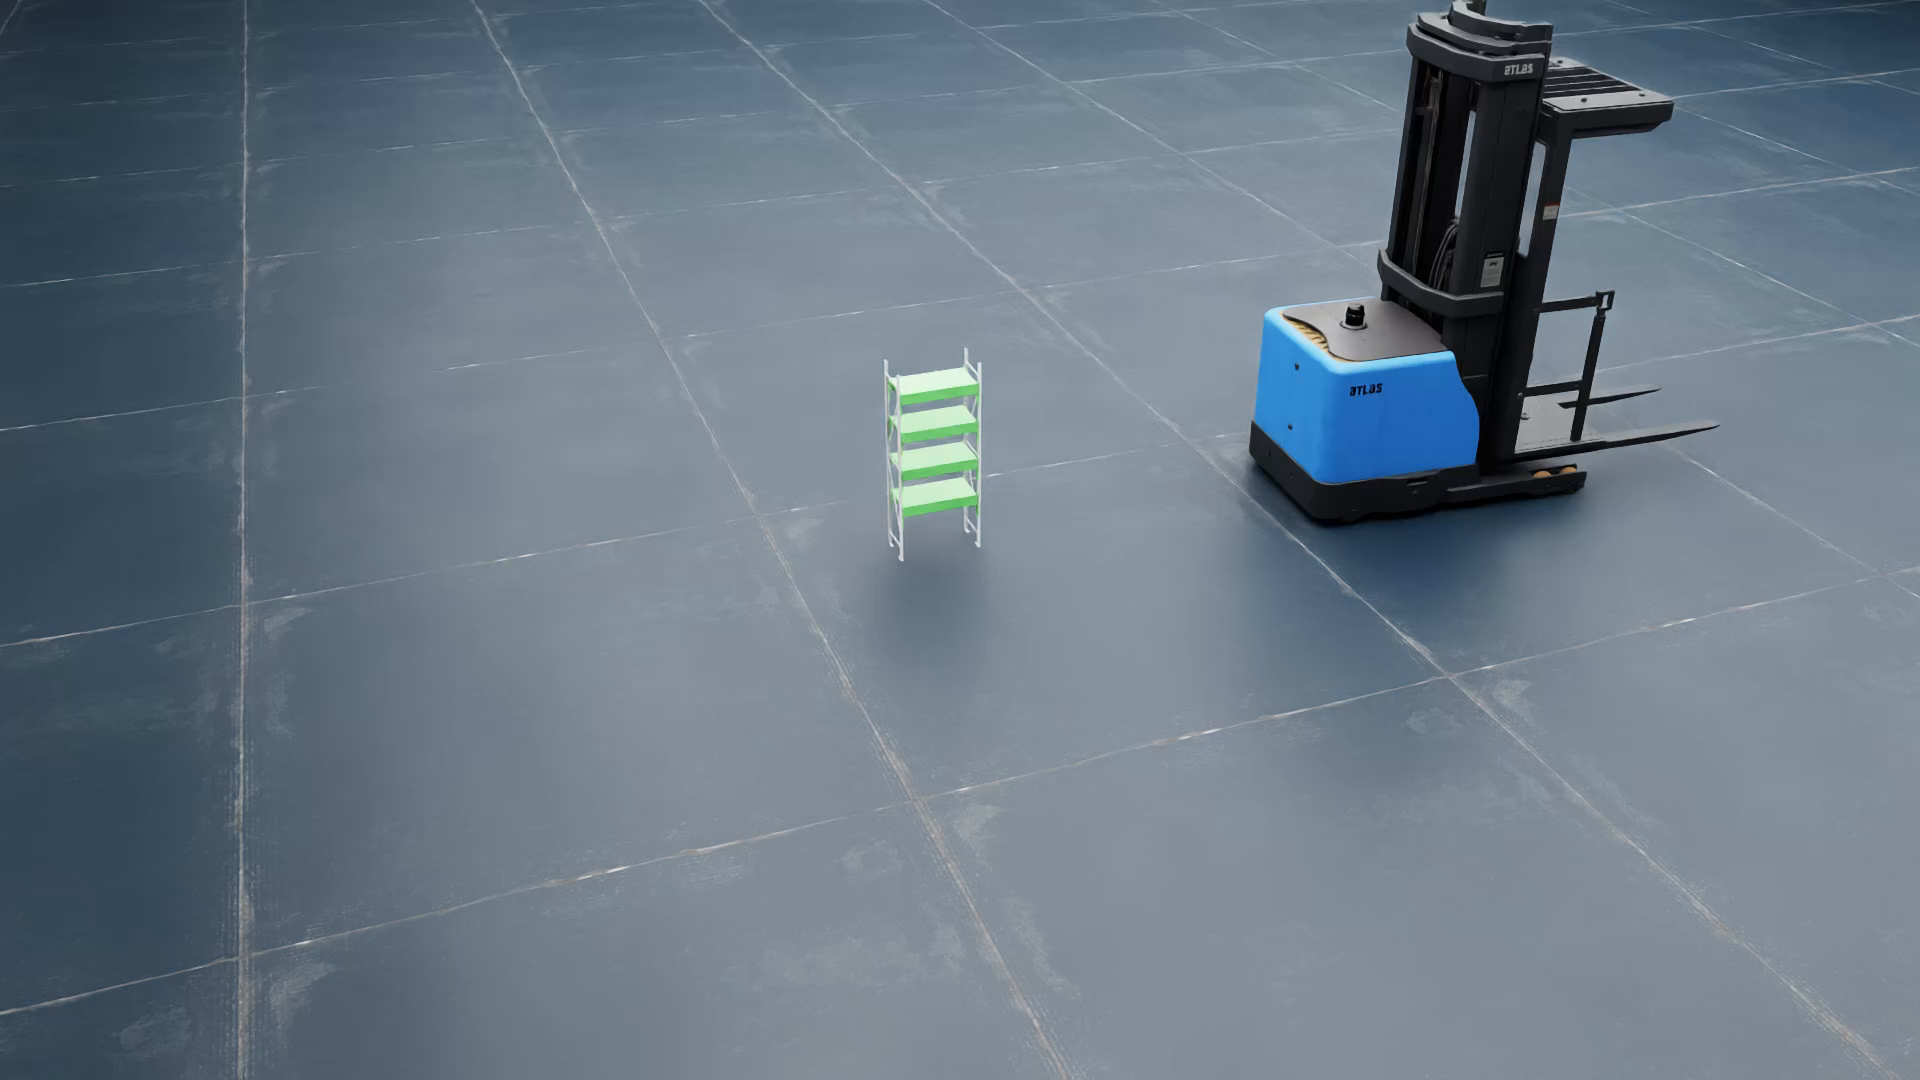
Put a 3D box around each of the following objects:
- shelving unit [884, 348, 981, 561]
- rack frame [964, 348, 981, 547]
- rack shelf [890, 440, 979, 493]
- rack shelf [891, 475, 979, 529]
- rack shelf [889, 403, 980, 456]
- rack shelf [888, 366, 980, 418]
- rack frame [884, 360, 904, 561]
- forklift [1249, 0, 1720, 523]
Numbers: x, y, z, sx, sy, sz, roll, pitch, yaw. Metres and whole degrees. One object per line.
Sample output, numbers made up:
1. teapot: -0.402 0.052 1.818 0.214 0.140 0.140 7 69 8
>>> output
1. shelving unit: -0.155 -0.493 9.753 0.503 1.200 0.258 -10 31 -18
2. rack frame: 0.074 -0.535 9.827 0.015 1.200 0.240 -10 31 -18
3. rack shelf: -0.155 -0.437 9.785 0.480 0.148 0.258 -10 31 -18
4. rack shelf: -0.155 -0.229 9.904 0.480 0.148 0.258 -10 31 -18
5. rack shelf: -0.155 -0.646 9.666 0.480 0.148 0.258 -10 31 -18
6. rack shelf: -0.155 -0.854 9.547 0.480 0.148 0.258 -10 31 -18
7. rack frame: -0.384 -0.451 9.679 0.015 1.200 0.240 -10 31 -18
8. forklift: 3.480 -1.786 10.274 3.031 2.935 1.130 -8 31 -14
